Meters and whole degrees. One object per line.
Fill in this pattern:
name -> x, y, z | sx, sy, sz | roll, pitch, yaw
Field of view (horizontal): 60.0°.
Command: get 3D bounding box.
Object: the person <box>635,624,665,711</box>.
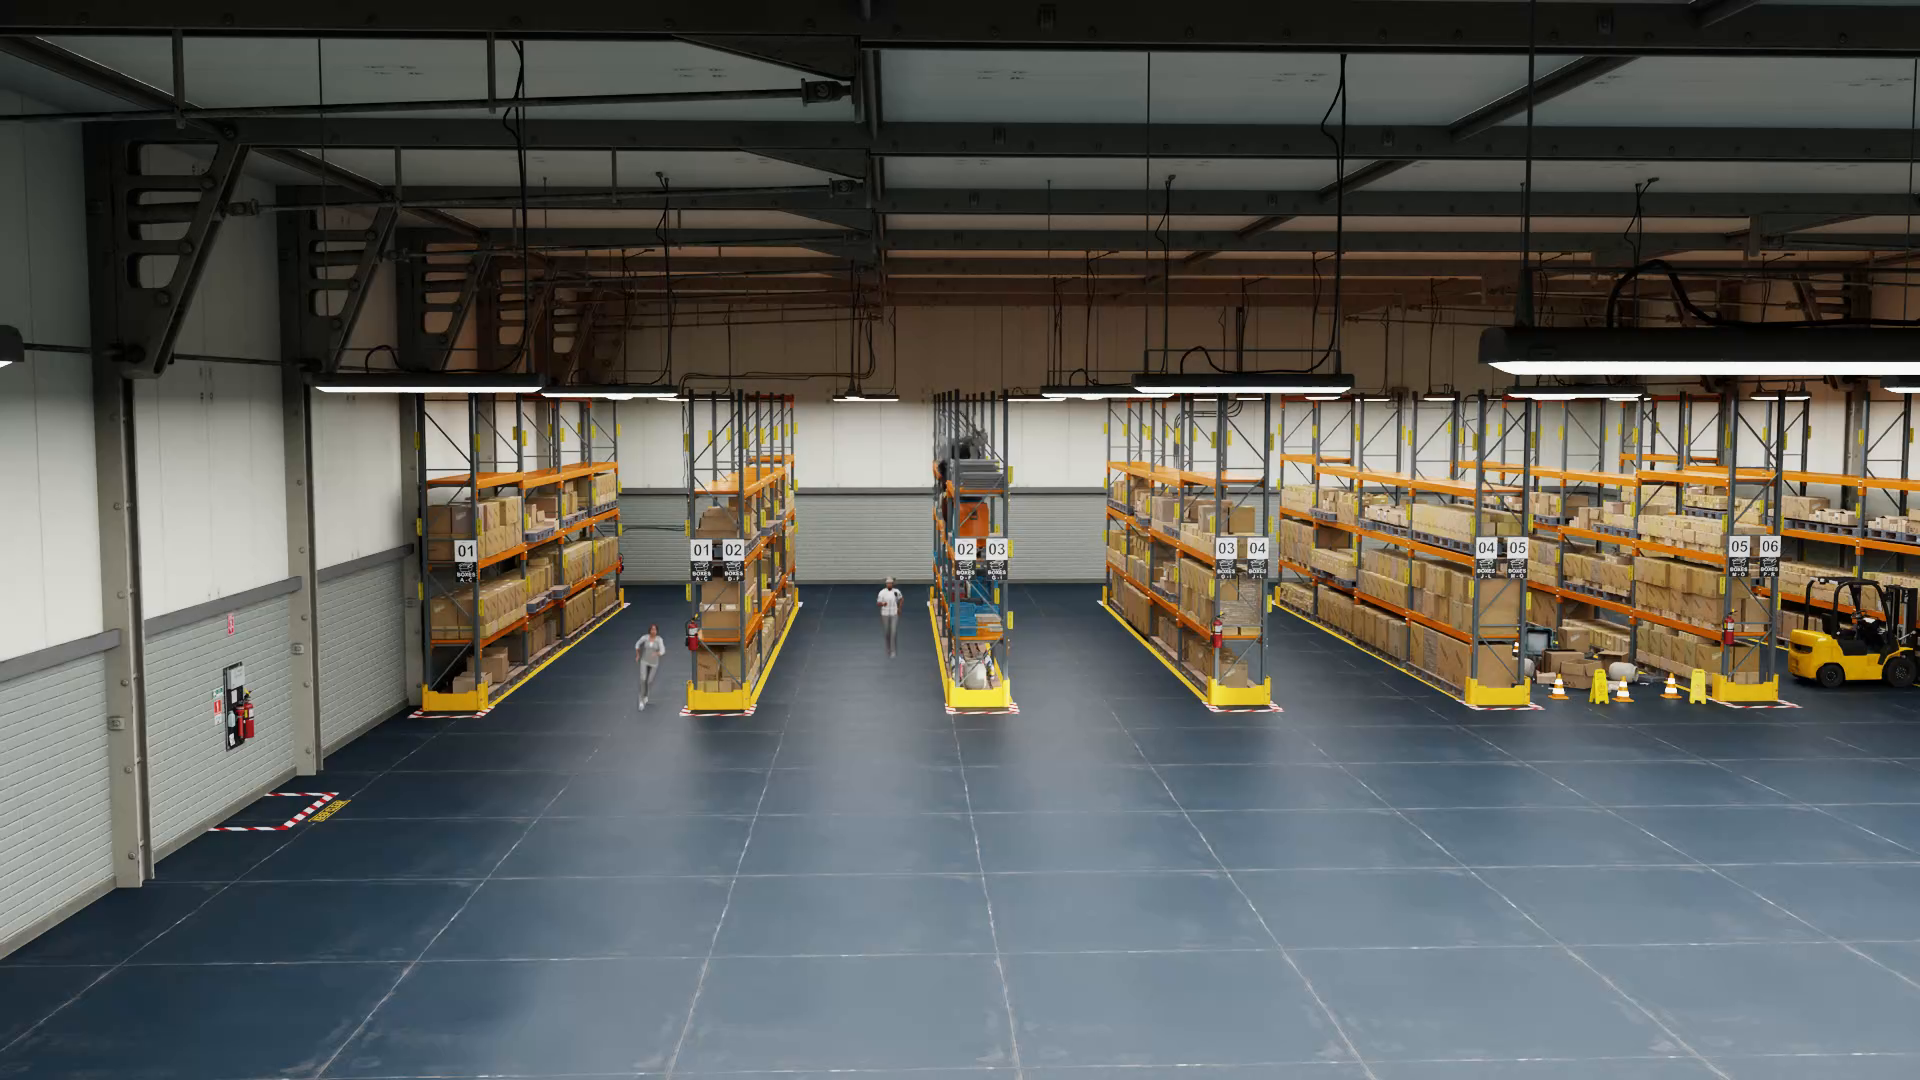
person -> -5.856, 2.381, 31.467 | 0.551, 1.563, 0.843 | -1, 5, -14

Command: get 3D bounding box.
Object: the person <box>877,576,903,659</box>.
person -> -1.511, 1.644, 35.799 | 0.570, 1.737, 0.809 | 0, 5, -2

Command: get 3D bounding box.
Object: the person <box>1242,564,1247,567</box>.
person -> 7.892, 1.118, 46.832 | 0.542, 1.559, 0.638 | 1, 5, 9
